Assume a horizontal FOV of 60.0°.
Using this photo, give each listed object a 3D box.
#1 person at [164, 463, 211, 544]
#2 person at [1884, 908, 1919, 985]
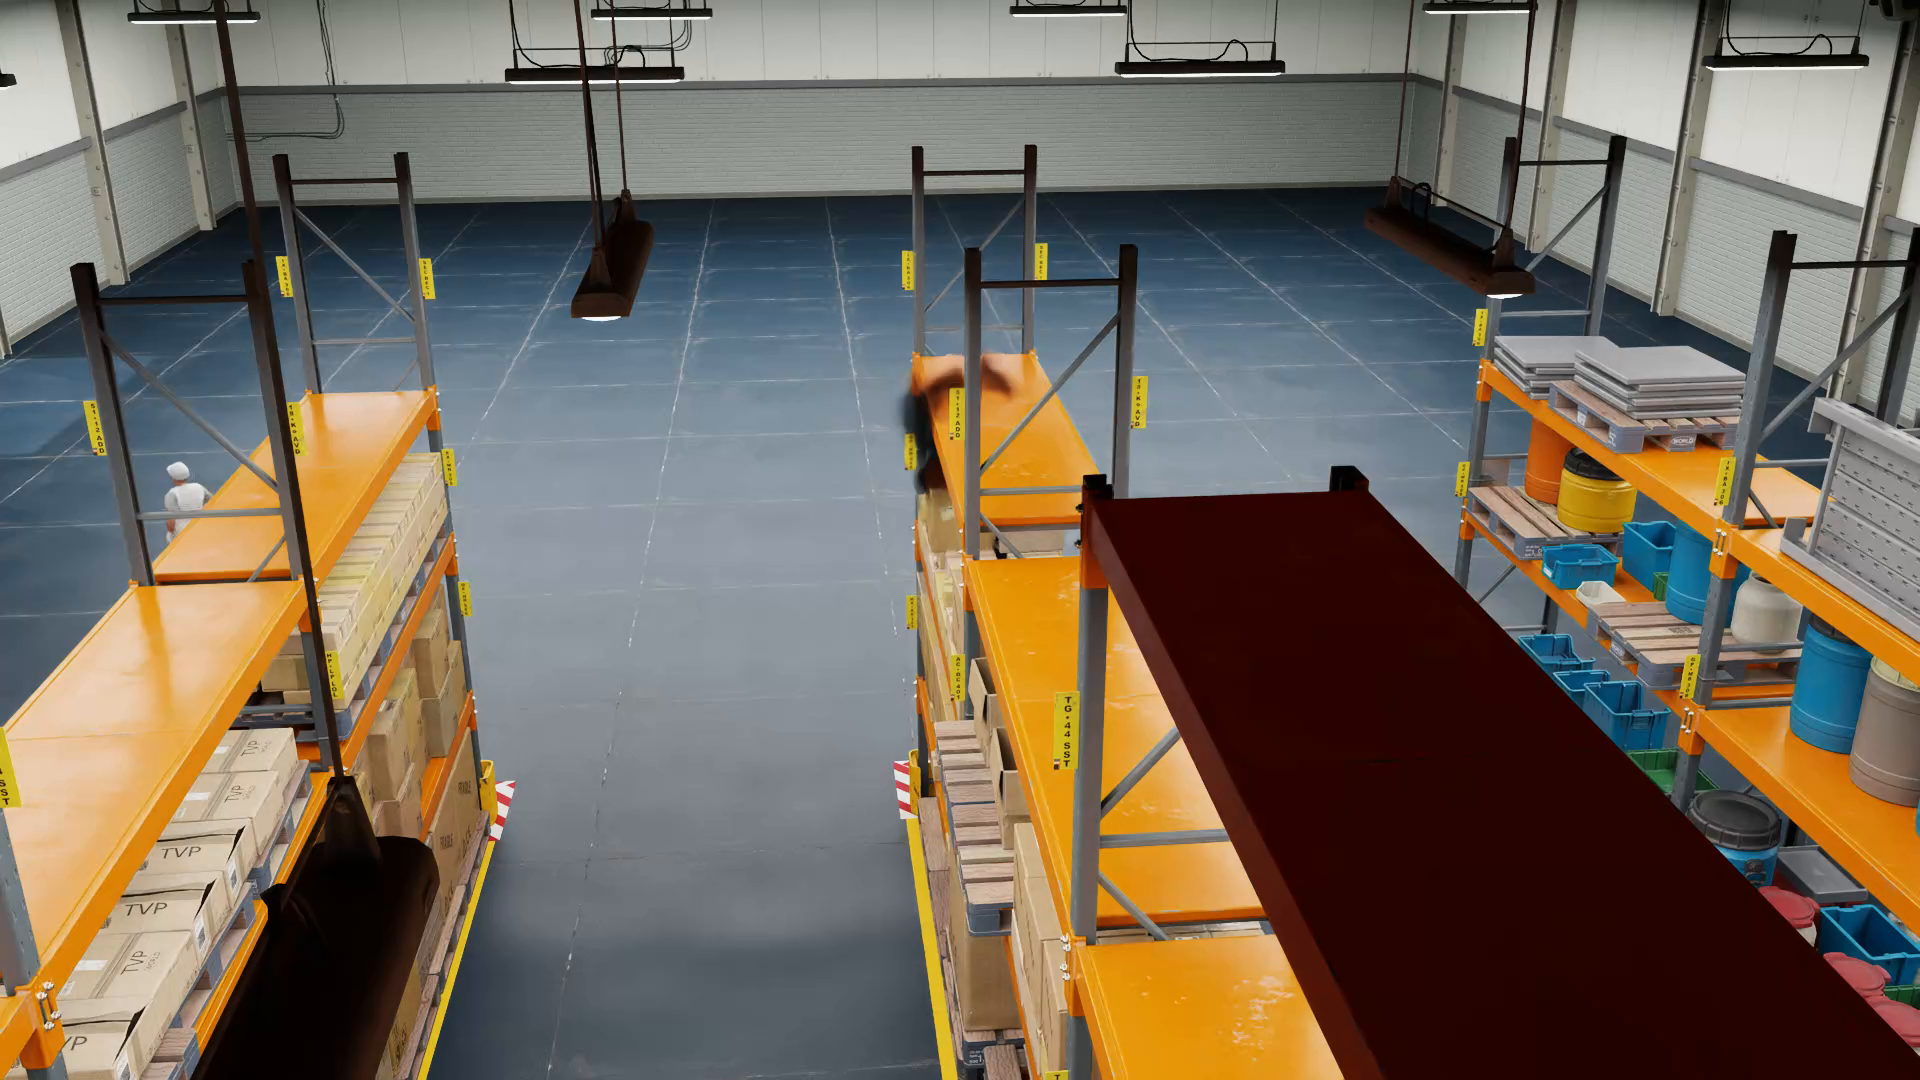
[{"bbox_3d":[-8.911,-0.018,19.266,0.776,1.852,0.665,18,28,39],"label":"person"},{"bbox_3d":[6.977,2.797,12.168,0.664,1.745,0.621,-3,22,-7],"label":"person"}]
